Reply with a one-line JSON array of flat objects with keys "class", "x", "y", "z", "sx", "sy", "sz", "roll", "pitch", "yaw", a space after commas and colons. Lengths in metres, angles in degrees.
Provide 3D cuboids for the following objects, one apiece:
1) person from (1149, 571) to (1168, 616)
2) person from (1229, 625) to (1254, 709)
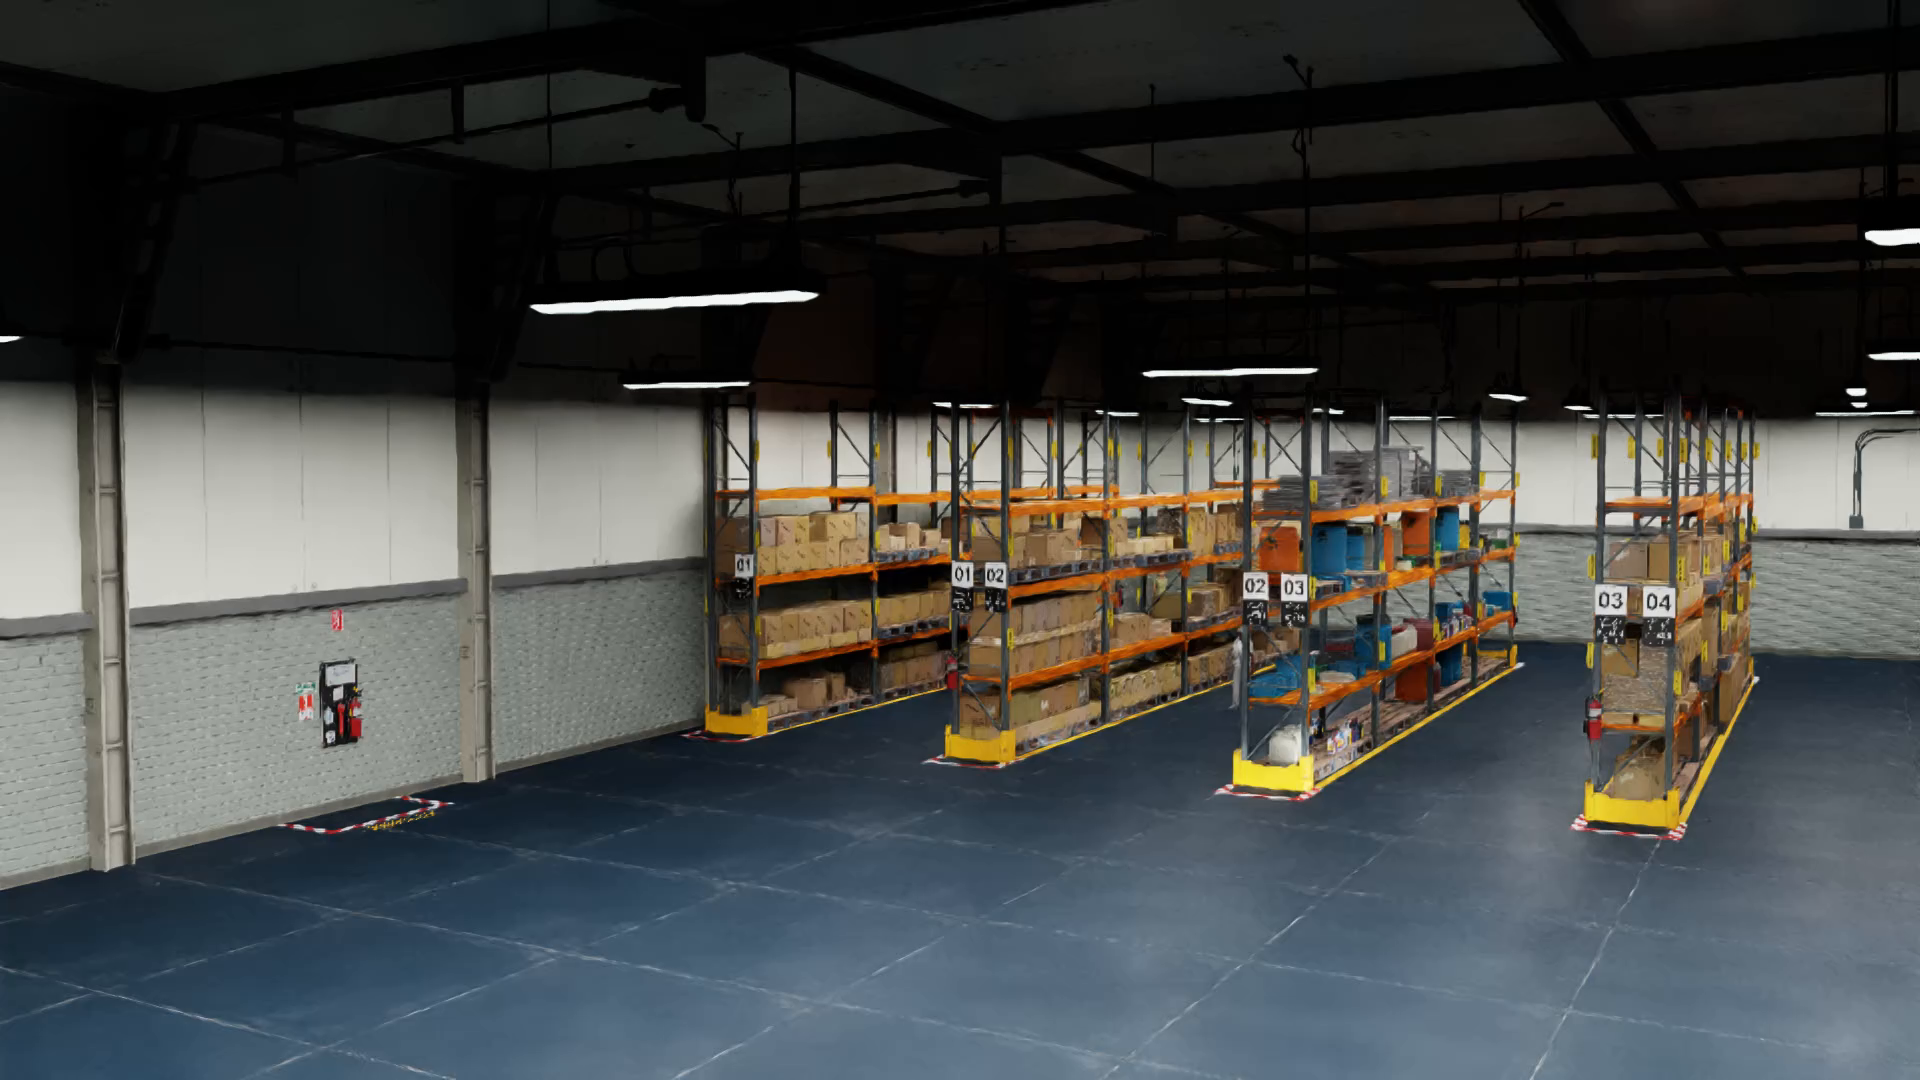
[{"class": "person", "x": 5.618, "y": 1.607, "z": 47.429, "sx": 0.639, "sy": 1.665, "sz": 0.463, "roll": -1, "pitch": 3, "yaw": -11}, {"class": "person", "x": 5.493, "y": 2.442, "z": 32.194, "sx": 0.461, "sy": 1.626, "sz": 0.990, "roll": 2, "pitch": 3, "yaw": 28}]
